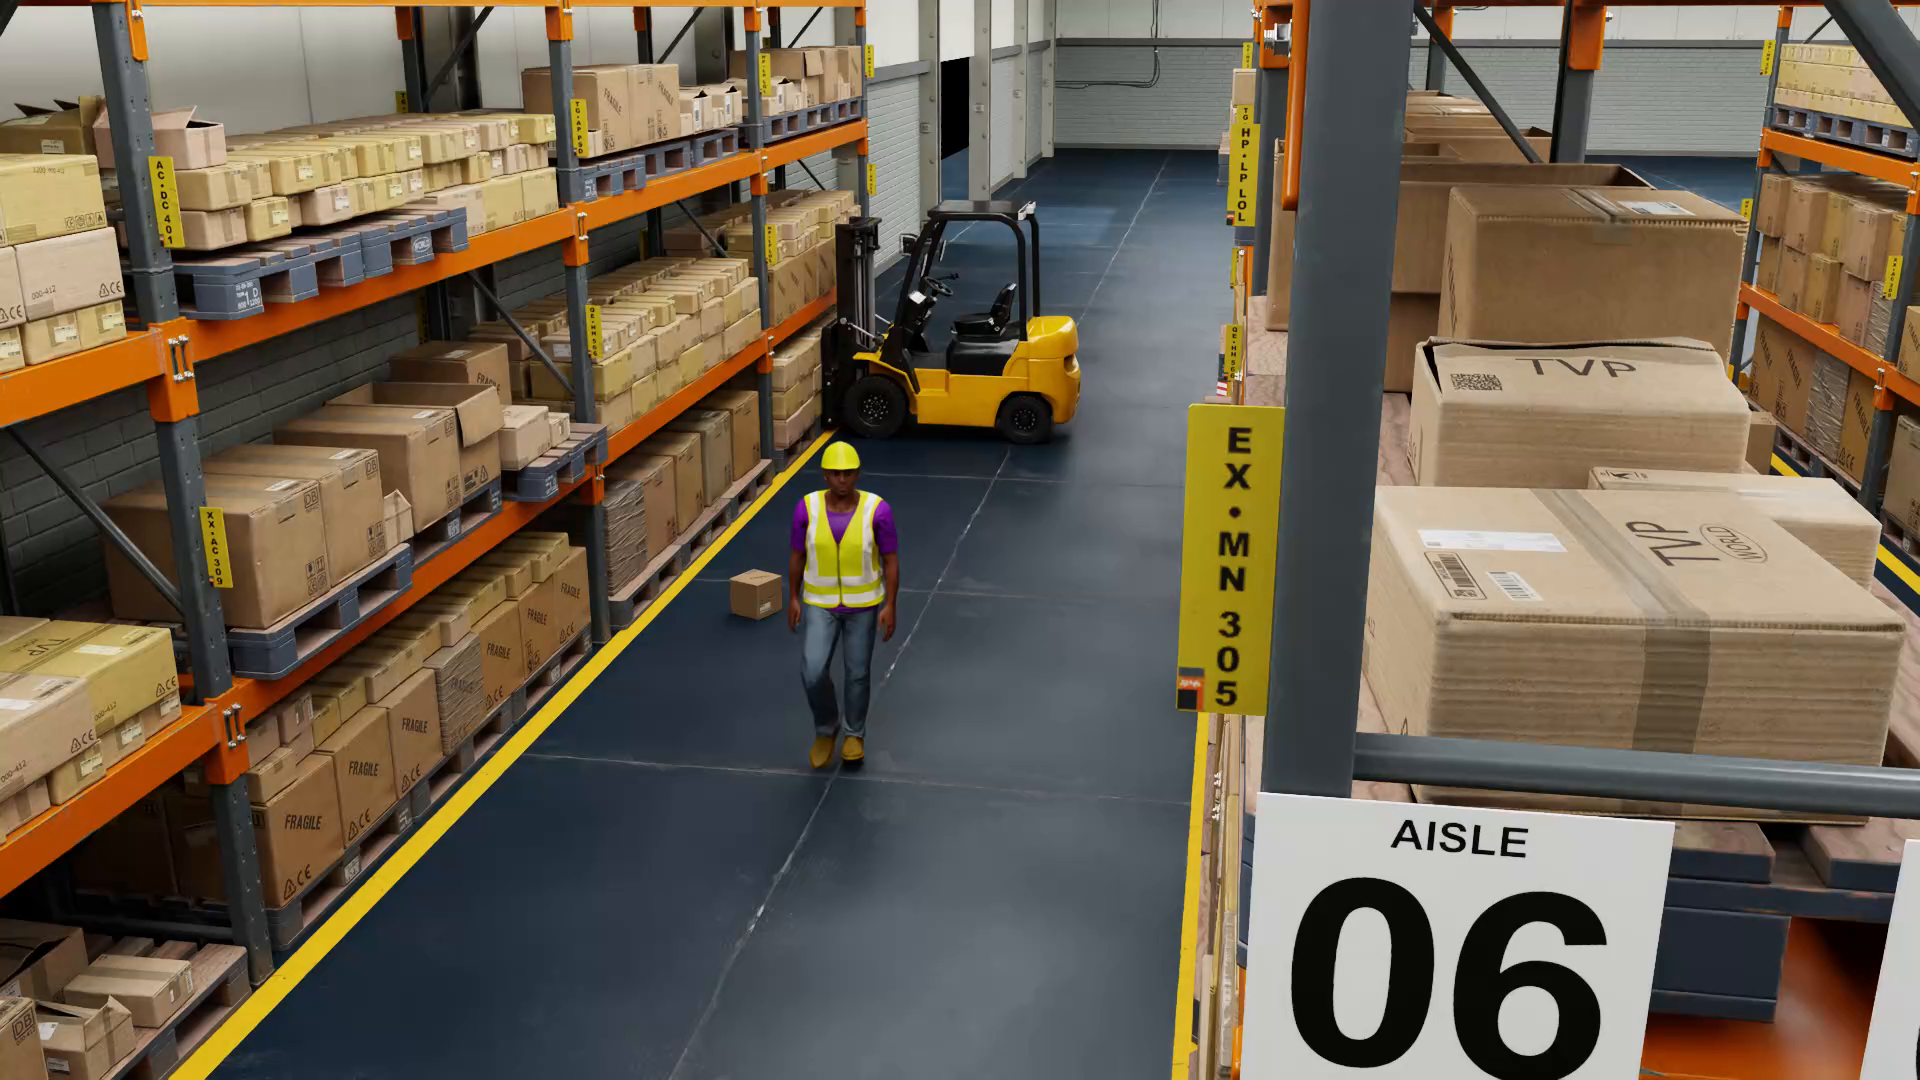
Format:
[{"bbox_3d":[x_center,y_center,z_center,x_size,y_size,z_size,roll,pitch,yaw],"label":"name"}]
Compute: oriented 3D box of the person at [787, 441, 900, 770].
[{"bbox_3d":[-0.623,0.375,8.811,0.608,1.801,0.477,0,18,0],"label":"person"}]
